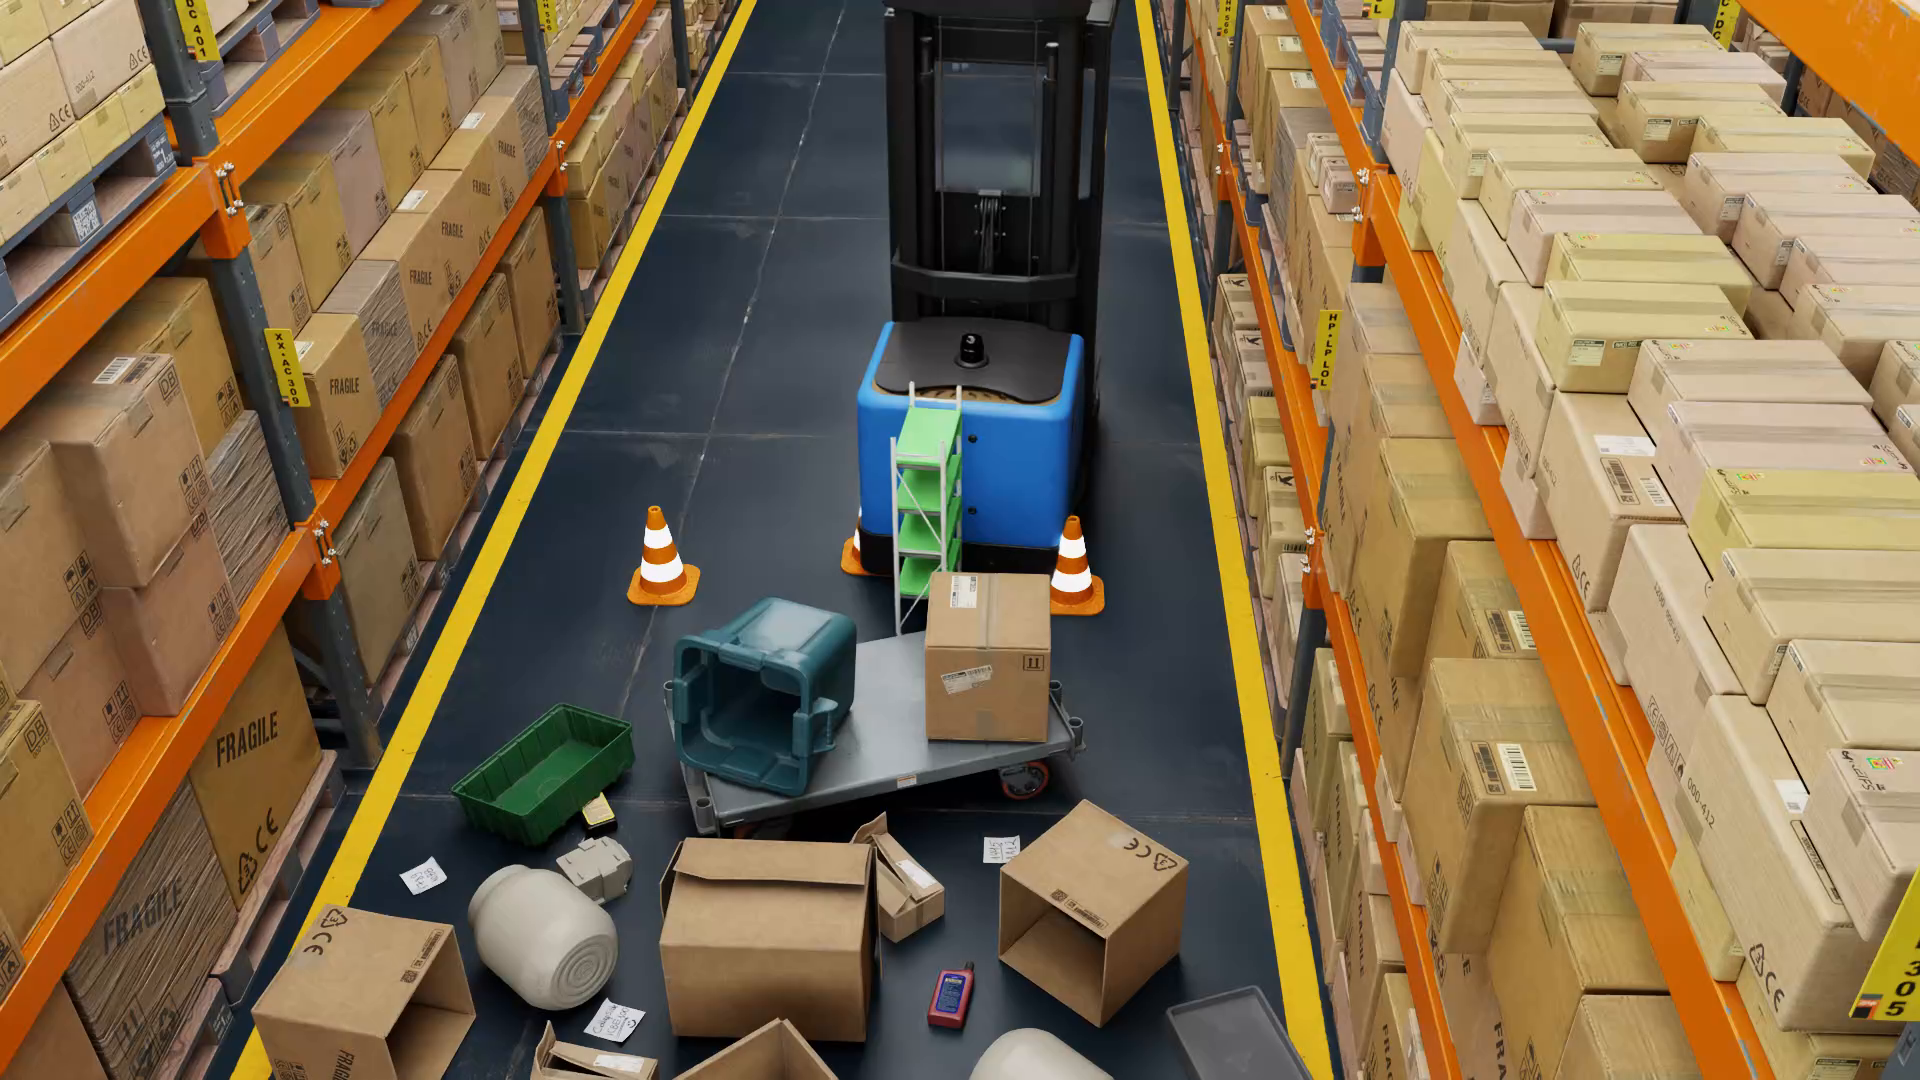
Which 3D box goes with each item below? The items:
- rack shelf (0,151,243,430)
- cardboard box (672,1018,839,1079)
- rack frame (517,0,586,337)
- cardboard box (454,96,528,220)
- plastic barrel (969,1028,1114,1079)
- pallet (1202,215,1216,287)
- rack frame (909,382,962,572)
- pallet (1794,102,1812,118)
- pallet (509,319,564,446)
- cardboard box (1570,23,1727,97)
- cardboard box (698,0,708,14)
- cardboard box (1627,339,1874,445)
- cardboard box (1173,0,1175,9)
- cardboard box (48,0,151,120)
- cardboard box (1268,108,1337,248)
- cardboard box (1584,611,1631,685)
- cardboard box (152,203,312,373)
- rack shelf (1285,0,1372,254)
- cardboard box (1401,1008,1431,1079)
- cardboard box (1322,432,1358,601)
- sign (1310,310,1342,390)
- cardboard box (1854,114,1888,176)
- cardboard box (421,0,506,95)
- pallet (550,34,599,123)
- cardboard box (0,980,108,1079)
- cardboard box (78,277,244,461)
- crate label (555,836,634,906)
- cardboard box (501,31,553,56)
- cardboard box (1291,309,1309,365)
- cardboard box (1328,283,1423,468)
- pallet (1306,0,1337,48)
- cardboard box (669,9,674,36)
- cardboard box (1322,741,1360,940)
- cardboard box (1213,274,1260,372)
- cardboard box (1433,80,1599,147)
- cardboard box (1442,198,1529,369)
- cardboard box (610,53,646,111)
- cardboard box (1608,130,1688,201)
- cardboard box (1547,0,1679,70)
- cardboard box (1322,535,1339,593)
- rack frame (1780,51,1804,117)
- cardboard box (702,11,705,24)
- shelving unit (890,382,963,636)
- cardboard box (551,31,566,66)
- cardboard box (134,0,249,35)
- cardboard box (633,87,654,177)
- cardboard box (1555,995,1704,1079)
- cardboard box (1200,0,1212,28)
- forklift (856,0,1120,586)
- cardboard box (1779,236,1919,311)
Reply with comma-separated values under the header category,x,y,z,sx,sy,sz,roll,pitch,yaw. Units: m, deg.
category,x,y,z,sx,sy,sz,roll,pitch,yaw
rack shelf,-3.131,-0.046,4.170,1.077,0.370,4.000,1,35,2
cardboard box,-0.721,2.045,5.348,0.797,0.503,0.637,-24,42,-30
rack frame,-2.890,-2.561,9.731,1.000,3.000,0.127,1,35,2
cardboard box,-2.661,-2.050,8.917,0.500,0.500,0.500,1,35,2
plastic barrel,0.309,1.924,5.590,0.512,0.421,0.421,28,44,33
pallet,2.167,-1.815,11.094,1.003,0.211,1.213,1,35,2
rack frame,-0.113,-0.222,7.968,0.240,1.200,0.015,5,35,7
pallet,7.185,-3.081,12.896,1.003,0.211,1.213,1,35,2
pallet,-2.997,-0.969,9.890,1.003,0.211,1.213,1,35,2
cardboard box,2.105,-1.470,5.095,0.380,0.149,0.250,2,35,3
cardboard box,-2.453,-4.788,14.755,0.380,0.149,0.250,3,35,4
cardboard box,1.613,-0.289,3.415,0.380,0.149,0.250,0,35,1
cardboard box,2.388,-4.799,14.778,0.875,0.438,0.875,0,35,0
cardboard box,-2.814,-1.474,4.995,0.500,0.250,0.500,1,35,1
cardboard box,1.754,-1.694,7.786,0.500,0.500,0.500,0,35,0
cardboard box,1.535,0.172,3.452,0.380,0.149,0.250,1,35,2
cardboard box,-3.037,-0.998,6.551,0.700,0.500,0.500,1,35,1
rack shelf,1.980,-2.288,7.360,1.077,0.370,4.000,1,35,2
cardboard box,1.483,1.498,4.765,0.380,0.149,0.250,3,35,4
cardboard box,1.603,-0.123,5.916,0.500,0.500,0.500,1,35,2
sign,1.344,-0.691,6.063,0.100,0.325,0.005,1,35,2
cardboard box,6.900,-2.974,12.127,0.500,0.500,0.500,0,35,0
cardboard box,-2.918,-2.753,9.048,0.700,0.500,0.500,1,35,2
pallet,-2.968,-2.894,10.372,1.213,0.211,1.003,1,35,2
cardboard box,-3.217,1.836,4.957,0.875,0.875,0.875,1,35,1
cardboard box,-3.100,-0.555,5.807,0.875,0.550,0.550,1,35,2
crate label,-1.477,1.330,6.685,0.298,0.136,0.250,-24,42,-30
cardboard box,-2.670,-3.024,9.985,0.380,0.149,0.250,3,35,4
cardboard box,1.647,-0.877,7.189,0.380,0.149,0.250,1,35,1
cardboard box,1.665,-0.530,5.626,0.700,0.500,0.500,1,35,1
pallet,2.069,-2.305,6.921,1.213,0.211,1.003,1,35,2
cardboard box,-2.509,-4.301,13.803,0.380,0.149,0.250,3,35,4
cardboard box,1.596,1.081,5.923,0.500,0.500,0.500,3,35,4
cardboard box,2.027,-1.277,9.824,0.950,0.372,0.625,-1,35,-1
cardboard box,1.559,-1.182,4.685,0.380,0.149,0.250,0,35,0
cardboard box,1.563,-0.663,4.294,0.500,0.250,0.500,2,35,2
cardboard box,-2.548,-3.282,11.914,0.500,0.250,0.500,0,35,0
cardboard box,2.131,-0.944,4.693,0.500,0.250,0.500,1,35,1
cardboard box,2.323,-1.871,5.905,0.500,0.250,0.500,0,35,1
cardboard box,1.566,0.070,6.206,0.380,0.149,0.250,1,35,2
rack frame,7.180,-4.690,12.761,1.000,3.000,0.127,1,35,2
cardboard box,-2.489,-4.665,14.839,0.380,0.149,0.250,0,35,0
shelving unit,-0.148,-0.083,7.770,0.258,1.200,0.503,5,35,7
cardboard box,-2.660,-3.036,10.261,0.380,0.149,0.250,3,35,4
cardboard box,-2.777,-1.989,5.973,0.258,0.266,0.396,1,35,1
cardboard box,-2.553,-2.988,12.147,0.500,0.500,0.500,1,35,1
cardboard box,1.541,1.222,3.134,0.700,0.500,0.500,1,35,1
cardboard box,1.842,-3.521,10.793,0.500,0.250,0.500,0,35,1
forklift,0.217,-1.795,8.701,1.130,2.935,3.031,5,35,7
cardboard box,2.138,-0.577,3.824,0.380,0.149,0.250,2,35,3
